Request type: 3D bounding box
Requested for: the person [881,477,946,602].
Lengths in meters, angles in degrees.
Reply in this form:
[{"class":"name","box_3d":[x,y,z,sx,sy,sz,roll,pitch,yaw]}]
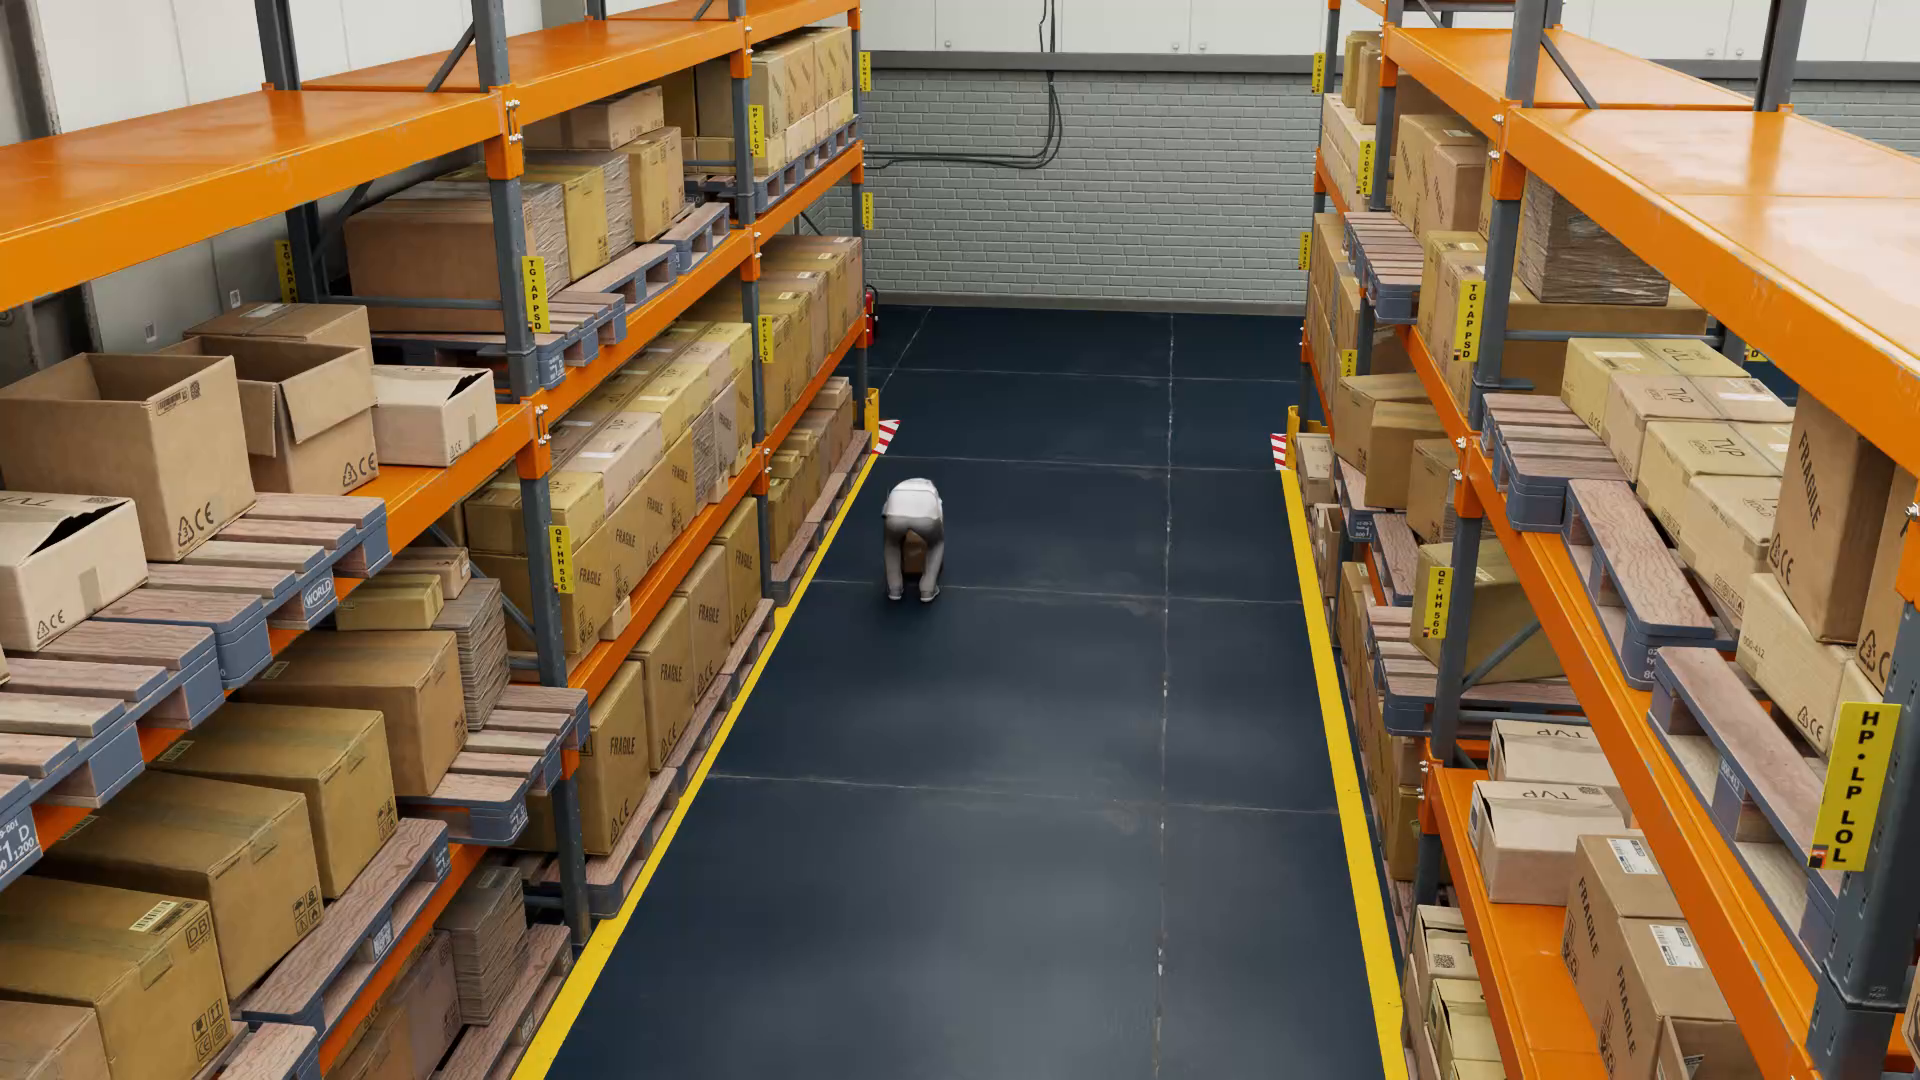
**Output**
[{"class":"person","box_3d":[-0.339,-0.062,12.304,0.467,0.895,0.903,1,21,4]}]
